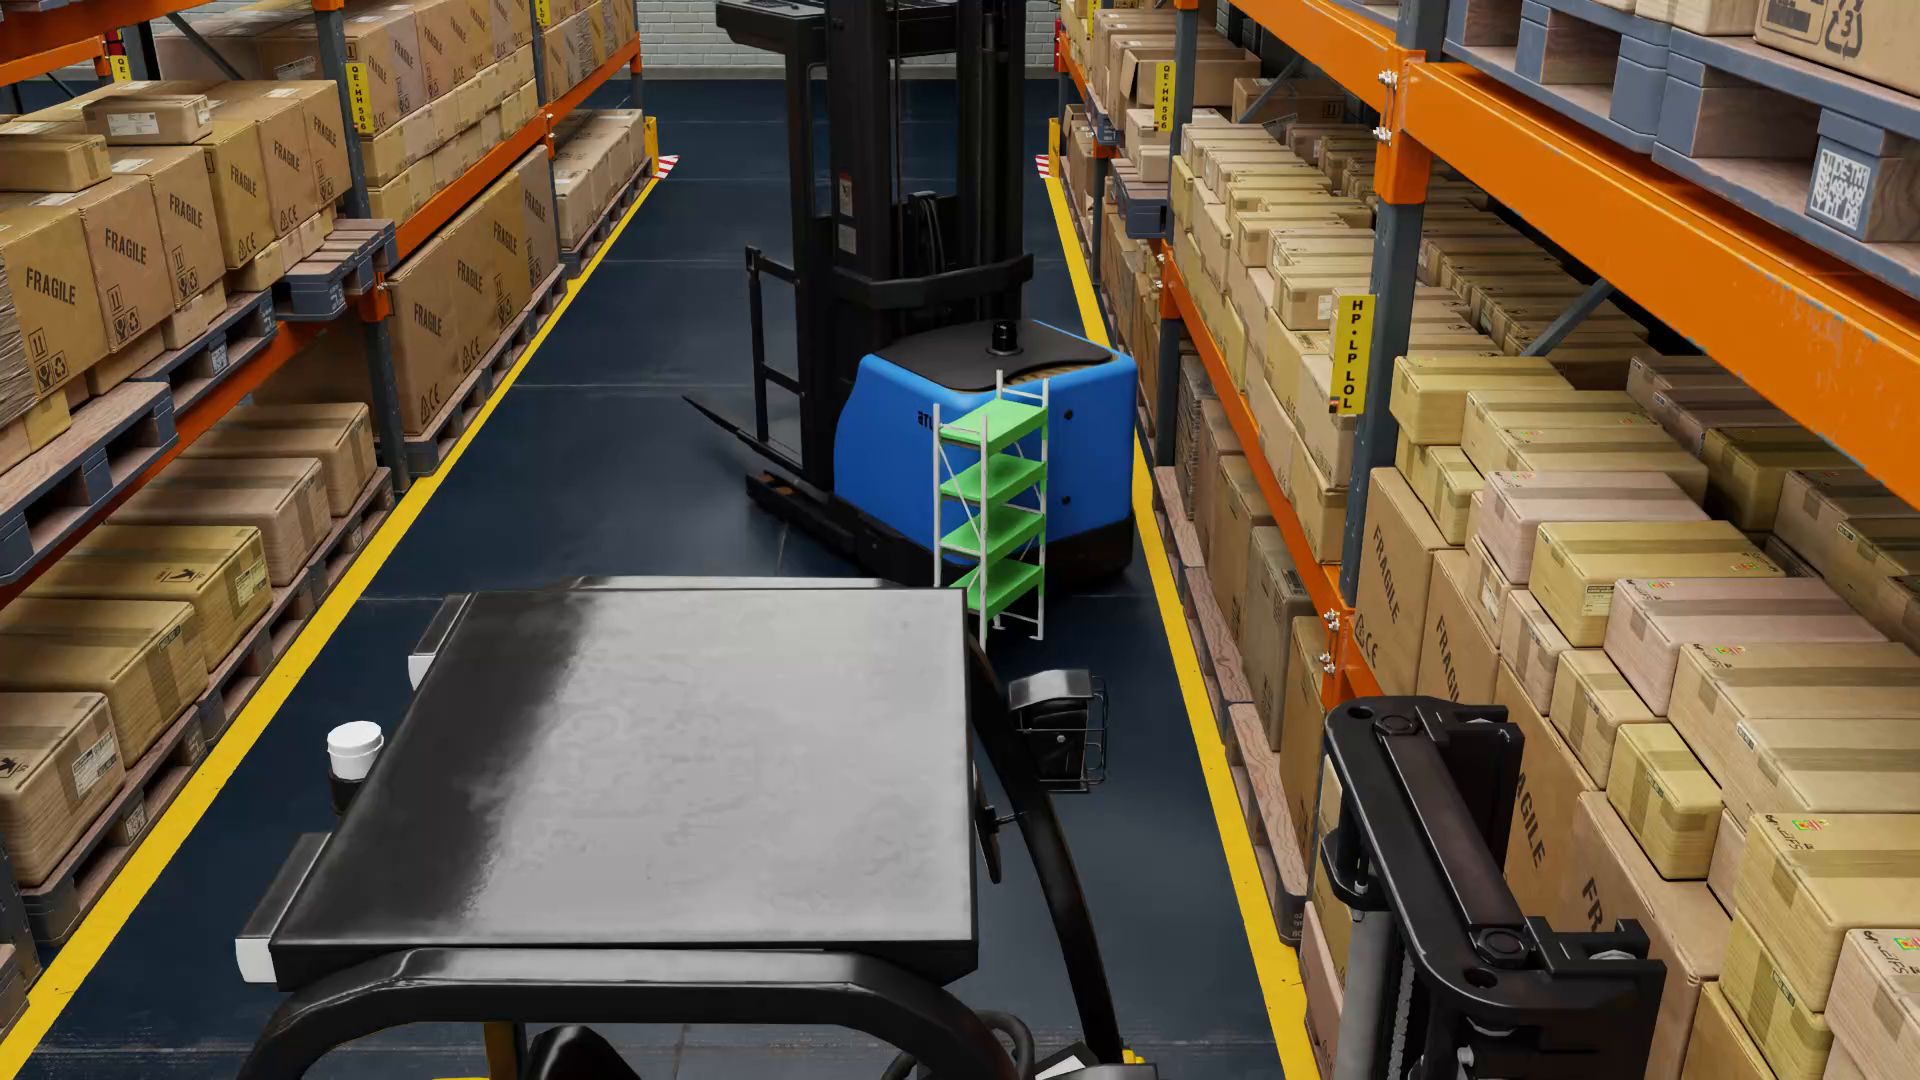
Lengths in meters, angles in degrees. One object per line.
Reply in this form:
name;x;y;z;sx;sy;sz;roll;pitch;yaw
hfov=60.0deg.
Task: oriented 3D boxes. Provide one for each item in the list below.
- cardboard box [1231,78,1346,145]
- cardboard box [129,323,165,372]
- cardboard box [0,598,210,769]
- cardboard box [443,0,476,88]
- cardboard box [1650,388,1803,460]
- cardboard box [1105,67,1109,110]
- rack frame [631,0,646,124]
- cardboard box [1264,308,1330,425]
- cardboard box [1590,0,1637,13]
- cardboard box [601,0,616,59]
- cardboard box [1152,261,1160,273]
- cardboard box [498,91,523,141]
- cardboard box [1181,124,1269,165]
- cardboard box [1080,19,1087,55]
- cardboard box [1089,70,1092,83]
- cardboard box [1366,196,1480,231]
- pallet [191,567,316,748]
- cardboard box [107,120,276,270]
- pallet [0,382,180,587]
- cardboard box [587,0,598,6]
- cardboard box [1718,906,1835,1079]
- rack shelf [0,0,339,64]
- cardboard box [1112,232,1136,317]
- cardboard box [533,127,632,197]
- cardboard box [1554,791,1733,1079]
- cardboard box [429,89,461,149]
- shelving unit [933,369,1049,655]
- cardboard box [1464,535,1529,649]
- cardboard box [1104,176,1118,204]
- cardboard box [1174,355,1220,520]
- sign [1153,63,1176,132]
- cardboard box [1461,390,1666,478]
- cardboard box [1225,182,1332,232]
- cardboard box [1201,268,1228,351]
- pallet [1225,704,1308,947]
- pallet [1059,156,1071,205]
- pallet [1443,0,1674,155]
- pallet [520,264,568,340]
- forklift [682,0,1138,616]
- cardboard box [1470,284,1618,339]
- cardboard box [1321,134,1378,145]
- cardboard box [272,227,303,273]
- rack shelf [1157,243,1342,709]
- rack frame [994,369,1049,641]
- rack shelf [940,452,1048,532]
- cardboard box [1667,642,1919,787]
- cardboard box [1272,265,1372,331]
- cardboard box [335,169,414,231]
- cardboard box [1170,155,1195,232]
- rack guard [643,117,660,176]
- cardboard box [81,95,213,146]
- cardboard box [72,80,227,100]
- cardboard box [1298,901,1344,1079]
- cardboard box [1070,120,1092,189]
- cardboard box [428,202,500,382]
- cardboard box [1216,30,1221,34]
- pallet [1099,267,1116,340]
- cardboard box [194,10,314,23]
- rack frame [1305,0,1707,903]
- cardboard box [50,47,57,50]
cardboard box;1.684;-2.099;8.621;0.500;0.500;0.500;1;24;2
cardboard box;-3.112;-0.711;5.977;0.380;0.149;0.250;0;24;0
cardboard box;-3.406;0.516;6.148;0.950;0.372;0.625;1;24;3
cardboard box;-3.198;-2.957;9.813;0.500;0.500;0.500;0;24;0
cardboard box;1.844;-0.244;3.881;0.380;0.149;0.250;-1;24;-2
cardboard box;1.121;-2.854;10.573;0.396;0.266;0.258;1;24;2
rack frame;-3.518;-4.922;15.494;1.000;3.000;0.127;0;24;-1
cardboard box;1.303;-0.574;5.454;0.500;0.250;0.500;-1;24;-2
cardboard box;1.286;-0.988;2.828;0.380;0.149;0.250;0;24;1
cardboard box;-3.242;-4.352;14.110;0.500;0.500;0.500;0;24;1
cardboard box;1.324;-1.530;9.730;0.380;0.149;0.250;0;24;1
cardboard box;-3.213;-2.812;11.010;0.500;0.250;0.500;-1;24;-1
cardboard box;1.242;-1.858;7.810;0.380;0.149;0.250;0;24;1
cardboard box;1.227;-3.986;13.244;0.500;0.250;0.500;0;24;-1
cardboard box;1.182;-3.528;12.715;0.380;0.149;0.250;0;24;1
cardboard box;1.775;-1.225;6.410;0.380;0.149;0.250;0;24;1
pallet;-3.413;0.468;6.959;1.003;0.211;1.213;0;24;-1
cardboard box;-3.124;-1.391;6.694;0.500;0.500;0.500;-2;24;-4
pallet;-3.250;-0.206;5.298;1.003;0.211;1.213;0;24;-1
cardboard box;-3.233;-4.600;13.445;0.500;0.500;0.500;0;24;-1
cardboard box;1.298;0.636;2.296;0.380;0.149;0.250;0;24;0
rack shelf;-3.408;-1.841;5.913;1.077;0.370;4.000;0;24;-1
cardboard box;1.286;-1.725;10.948;0.500;0.500;0.500;-1;24;-2
cardboard box;-3.392;-3.298;14.501;0.875;0.438;0.875;0;24;1
cardboard box;1.334;0.768;2.792;0.500;0.500;0.500;0;24;0
cardboard box;-3.186;-2.414;9.522;0.500;0.250;0.500;0;24;-1
shelving unit;0.130;-0.048;6.900;0.258;1.200;0.503;14;28;29
cardboard box;1.281;0.106;3.467;0.380;0.149;0.250;0;24;1
cardboard box;1.227;-2.497;11.867;0.380;0.149;0.250;1;24;2
cardboard box;1.526;-0.502;8.092;0.875;0.625;0.625;1;24;1
sign;0.991;-2.135;8.021;0.100;0.325;0.005;0;24;-1
cardboard box;1.394;-0.238;3.867;0.380;0.149;0.250;0;24;0
cardboard box;1.267;-1.326;6.634;0.380;0.149;0.250;0;24;1
cardboard box;1.307;-0.978;6.954;0.500;0.250;0.500;-1;24;-2
pallet;1.530;0.966;5.859;1.003;0.211;1.213;0;24;-1
pallet;1.456;-3.316;15.325;1.003;0.211;1.213;0;24;-1
pallet;1.612;-0.976;3.236;1.003;0.211;1.213;0;24;-1
pallet;-3.390;-1.686;11.722;1.003;0.211;1.213;0;24;-1
forklift;-0.451;-1.550;8.120;1.130;2.935;3.031;-16;29;-32
cardboard box;1.835;-0.702;5.254;0.380;0.149;0.250;0;24;-1
cardboard box;1.854;-1.750;7.572;0.380;0.149;0.250;0;24;1
cardboard box;-3.074;-1.251;7.172;0.380;0.149;0.250;-1;24;-3
rack shelf;1.555;-0.498;6.584;1.077;0.370;4.000;0;24;-1
rack frame;0.259;-0.133;7.089;0.240;1.200;0.015;14;28;29
rack shelf;0.130;-0.208;6.827;0.258;0.148;0.480;14;28;29
cardboard box;1.397;0.288;2.704;0.380;0.149;0.250;0;24;0
cardboard box;1.245;-0.797;5.465;0.380;0.149;0.250;-1;24;-2
cardboard box;-3.184;-1.760;8.684;0.500;0.250;0.500;-1;24;-1
cardboard box;1.269;-1.625;7.778;0.500;0.250;0.500;0;24;-1
rack guard;-3.518;-3.793;16.030;1.175;0.500;0.348;0;24;-1
cardboard box;-3.130;-1.621;6.415;0.380;0.149;0.250;-1;24;-3
cardboard box;-3.657;-1.812;7.624;0.500;0.500;0.500;-1;24;-2
cardboard box;1.251;1.261;4.649;0.500;0.250;0.500;0;24;0
cardboard box;1.328;-3.394;14.637;0.700;0.500;0.500;1;24;2
cardboard box;-3.360;-1.502;9.999;0.875;0.875;0.875;0;24;0
cardboard box;1.742;-3.777;12.782;0.500;0.250;0.500;0;24;-1
pallet;1.536;-1.692;11.736;1.003;0.211;1.213;0;24;-1
cardboard box;-3.711;-2.550;8.914;0.500;0.500;0.500;0;24;0
rack frame;1.577;-0.001;4.613;1.000;3.000;0.127;0;24;-1
cardboard box;-8.197;-4.405;14.654;0.380;0.149;0.250;0;24;-1
